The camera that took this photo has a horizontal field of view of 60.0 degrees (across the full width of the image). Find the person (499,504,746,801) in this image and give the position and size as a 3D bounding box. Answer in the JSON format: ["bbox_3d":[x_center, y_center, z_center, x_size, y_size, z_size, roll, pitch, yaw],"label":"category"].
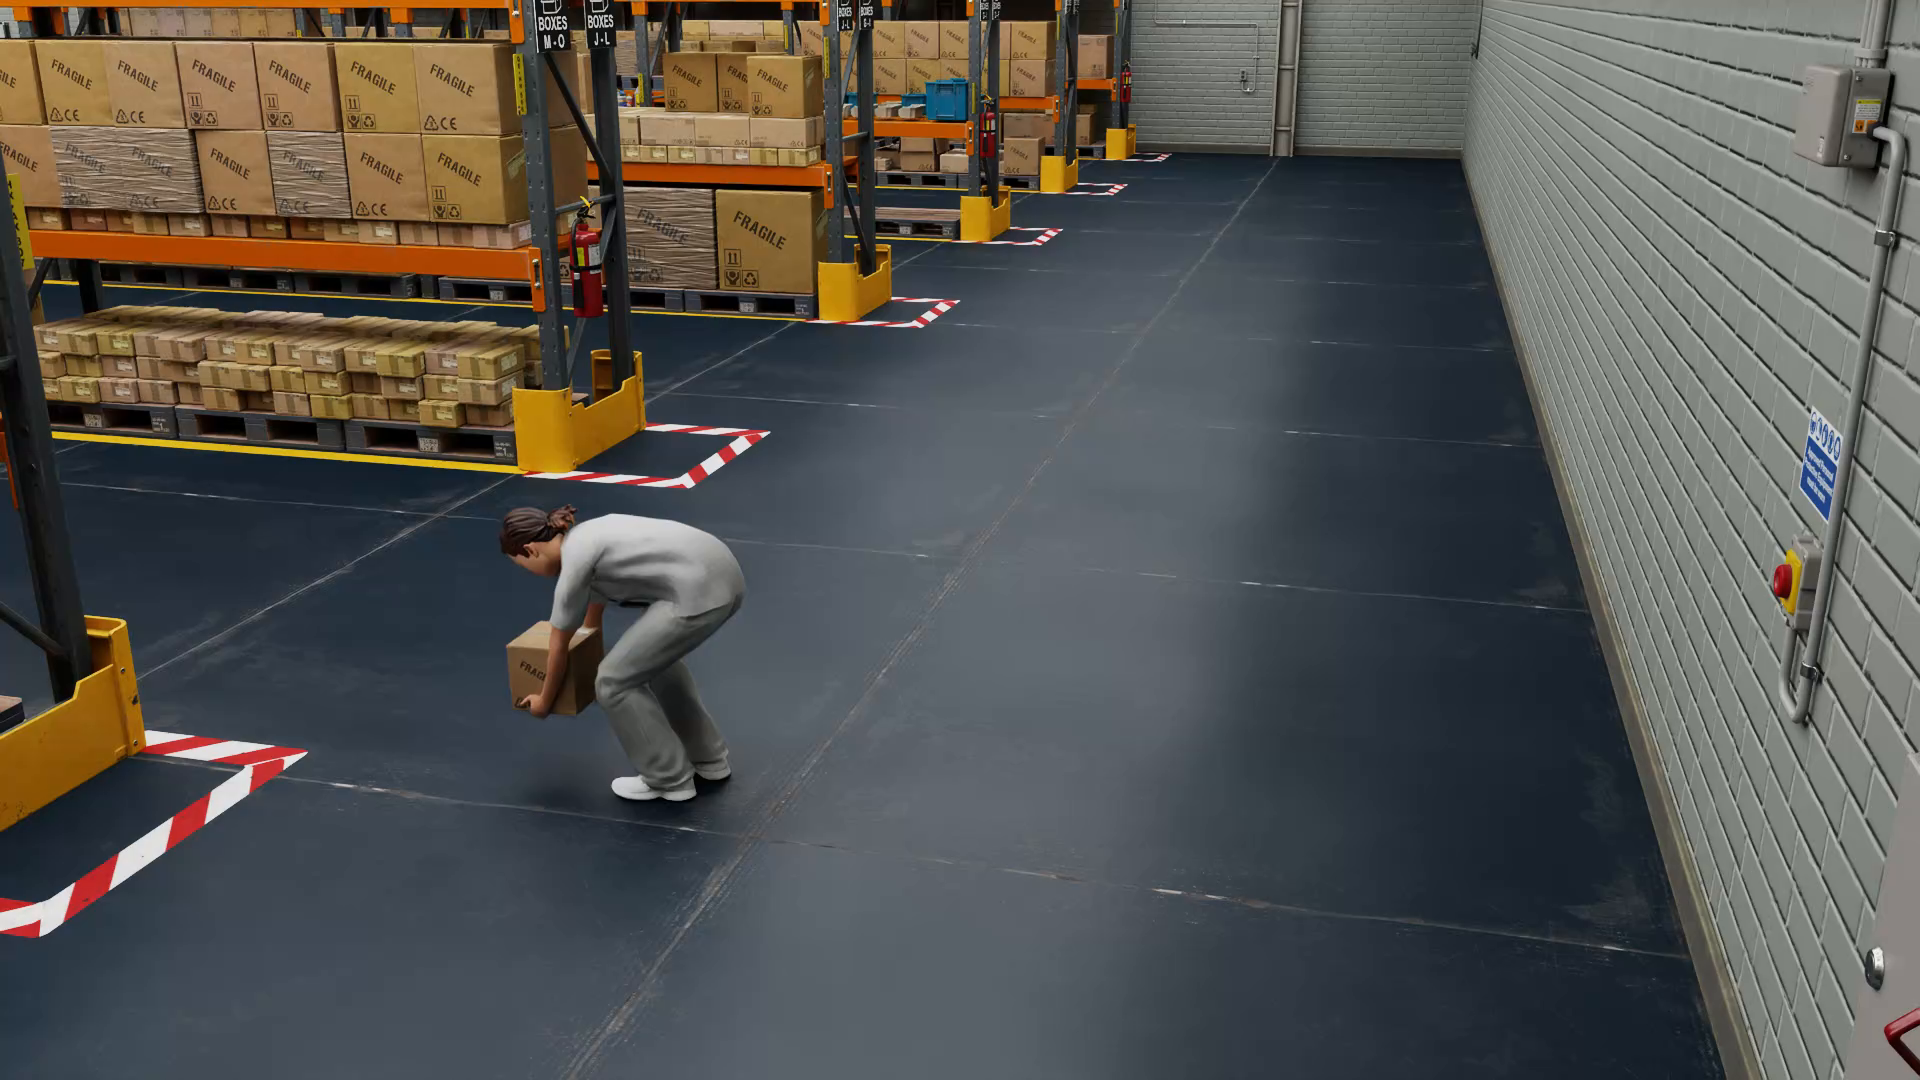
[{"bbox_3d":[-1.184,0.380,5.899,0.865,1.057,0.451,4,19,11],"label":"person"}]
